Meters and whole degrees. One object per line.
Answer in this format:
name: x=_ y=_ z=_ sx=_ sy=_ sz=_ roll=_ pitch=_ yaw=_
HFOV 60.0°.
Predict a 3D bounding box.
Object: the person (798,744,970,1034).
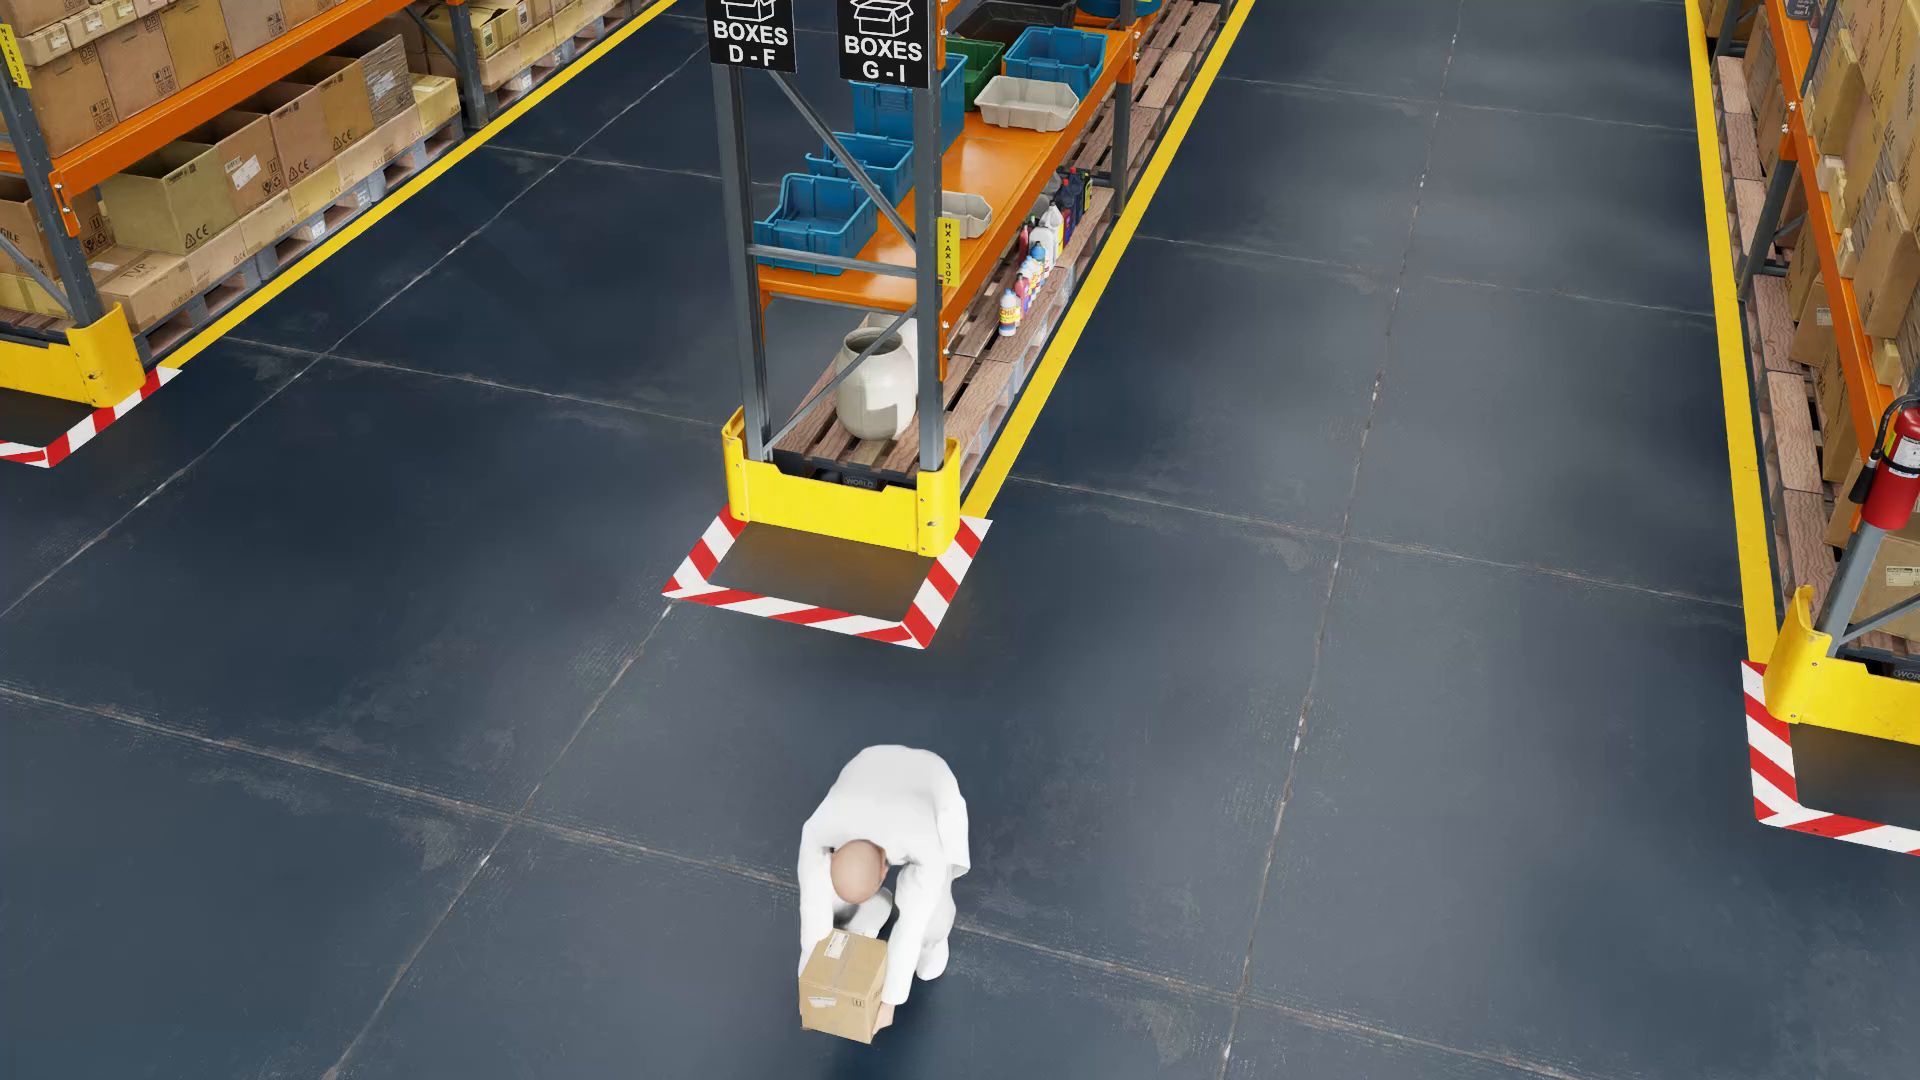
person: x=-0.273 y=1.201 z=5.938 sx=0.585 sy=1.003 sz=0.939 roll=9 pitch=38 yaw=12
